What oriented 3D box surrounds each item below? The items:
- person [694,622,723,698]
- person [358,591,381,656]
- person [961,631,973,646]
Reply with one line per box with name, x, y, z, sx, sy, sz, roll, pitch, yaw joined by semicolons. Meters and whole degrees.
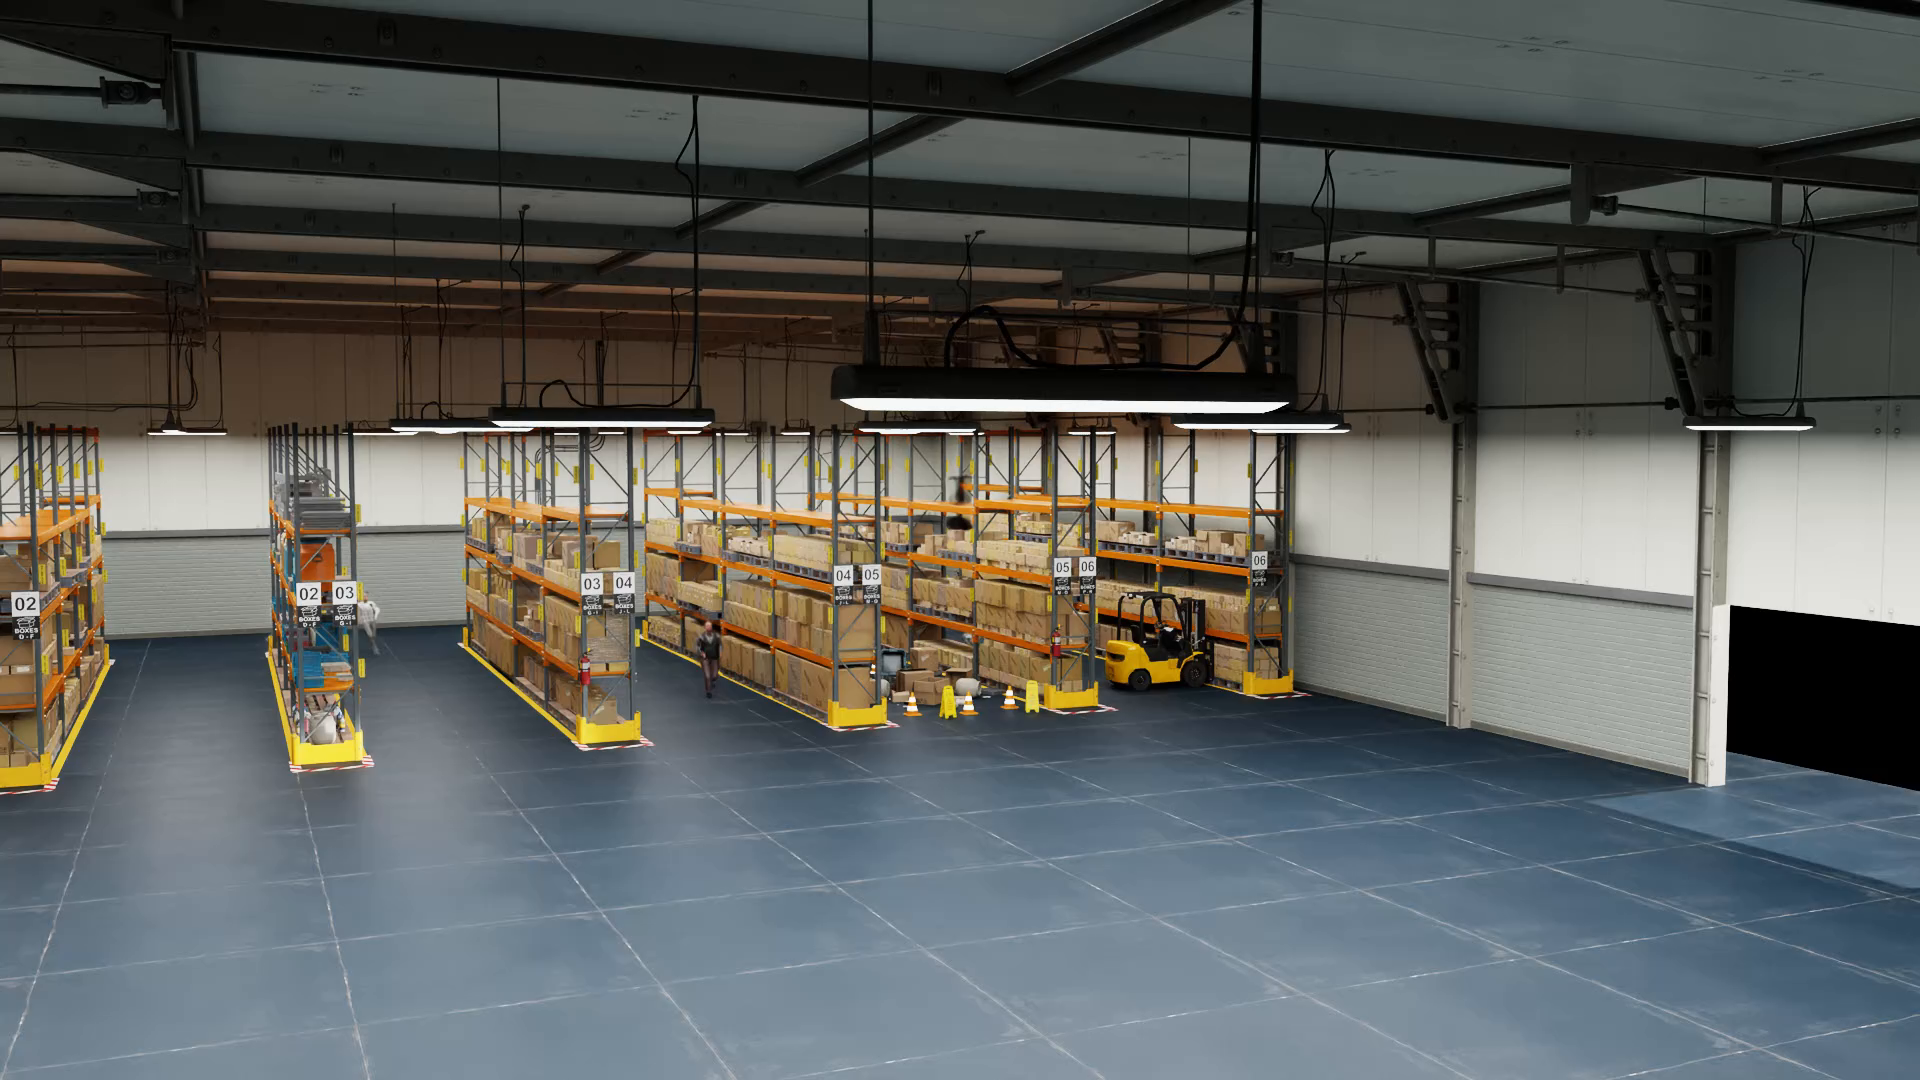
person;-5.550;2.645;36.800;0.661;1.682;0.585;-1;4;-18
person;-15.678;2.193;44.052;0.679;1.692;0.879;-3;4;-38
person;0.260;2.139;44.170;0.660;1.763;0.840;-2;4;-27
